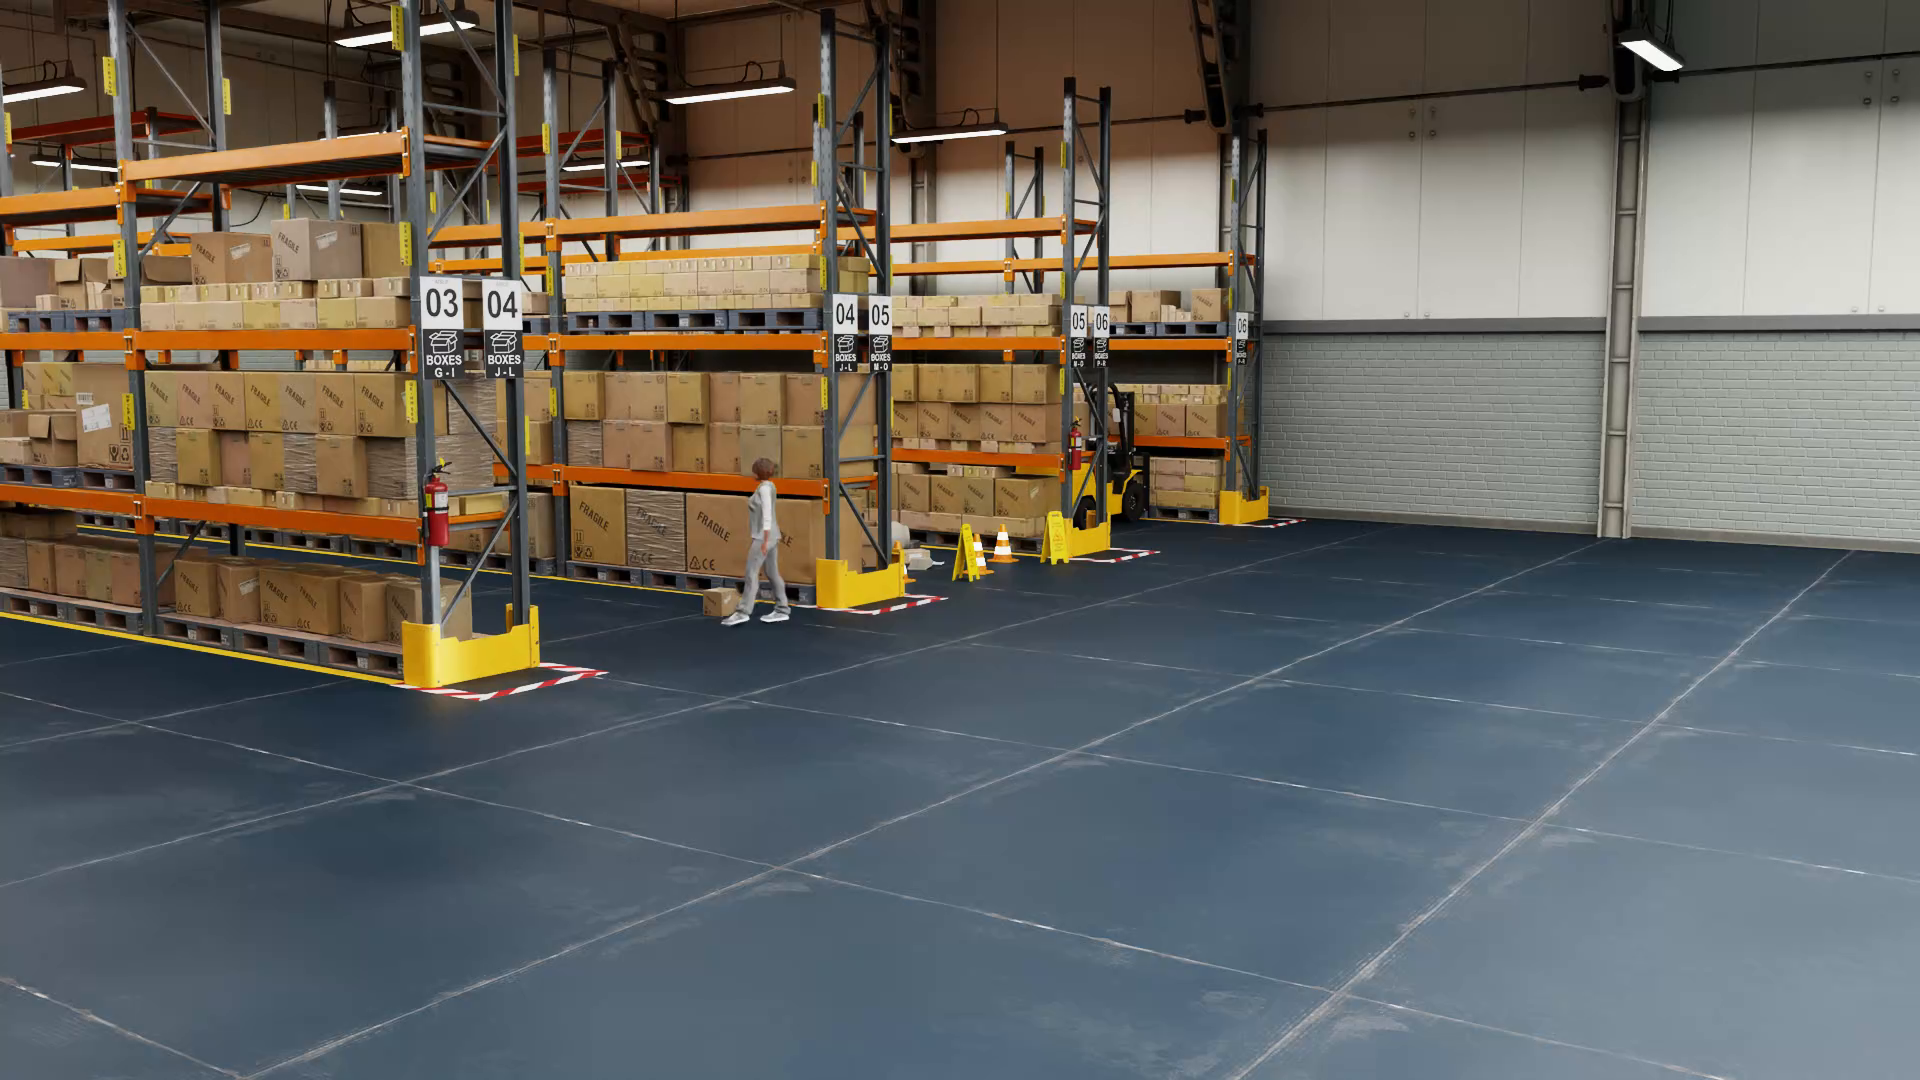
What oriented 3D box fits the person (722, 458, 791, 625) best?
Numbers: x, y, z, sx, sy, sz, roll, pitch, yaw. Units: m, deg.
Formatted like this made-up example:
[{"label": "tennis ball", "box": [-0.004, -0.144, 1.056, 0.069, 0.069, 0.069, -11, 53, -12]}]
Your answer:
[{"label": "person", "box": [-1.961, 0.005, 16.040, 0.636, 1.590, 0.459, 0, 7, 3]}]
